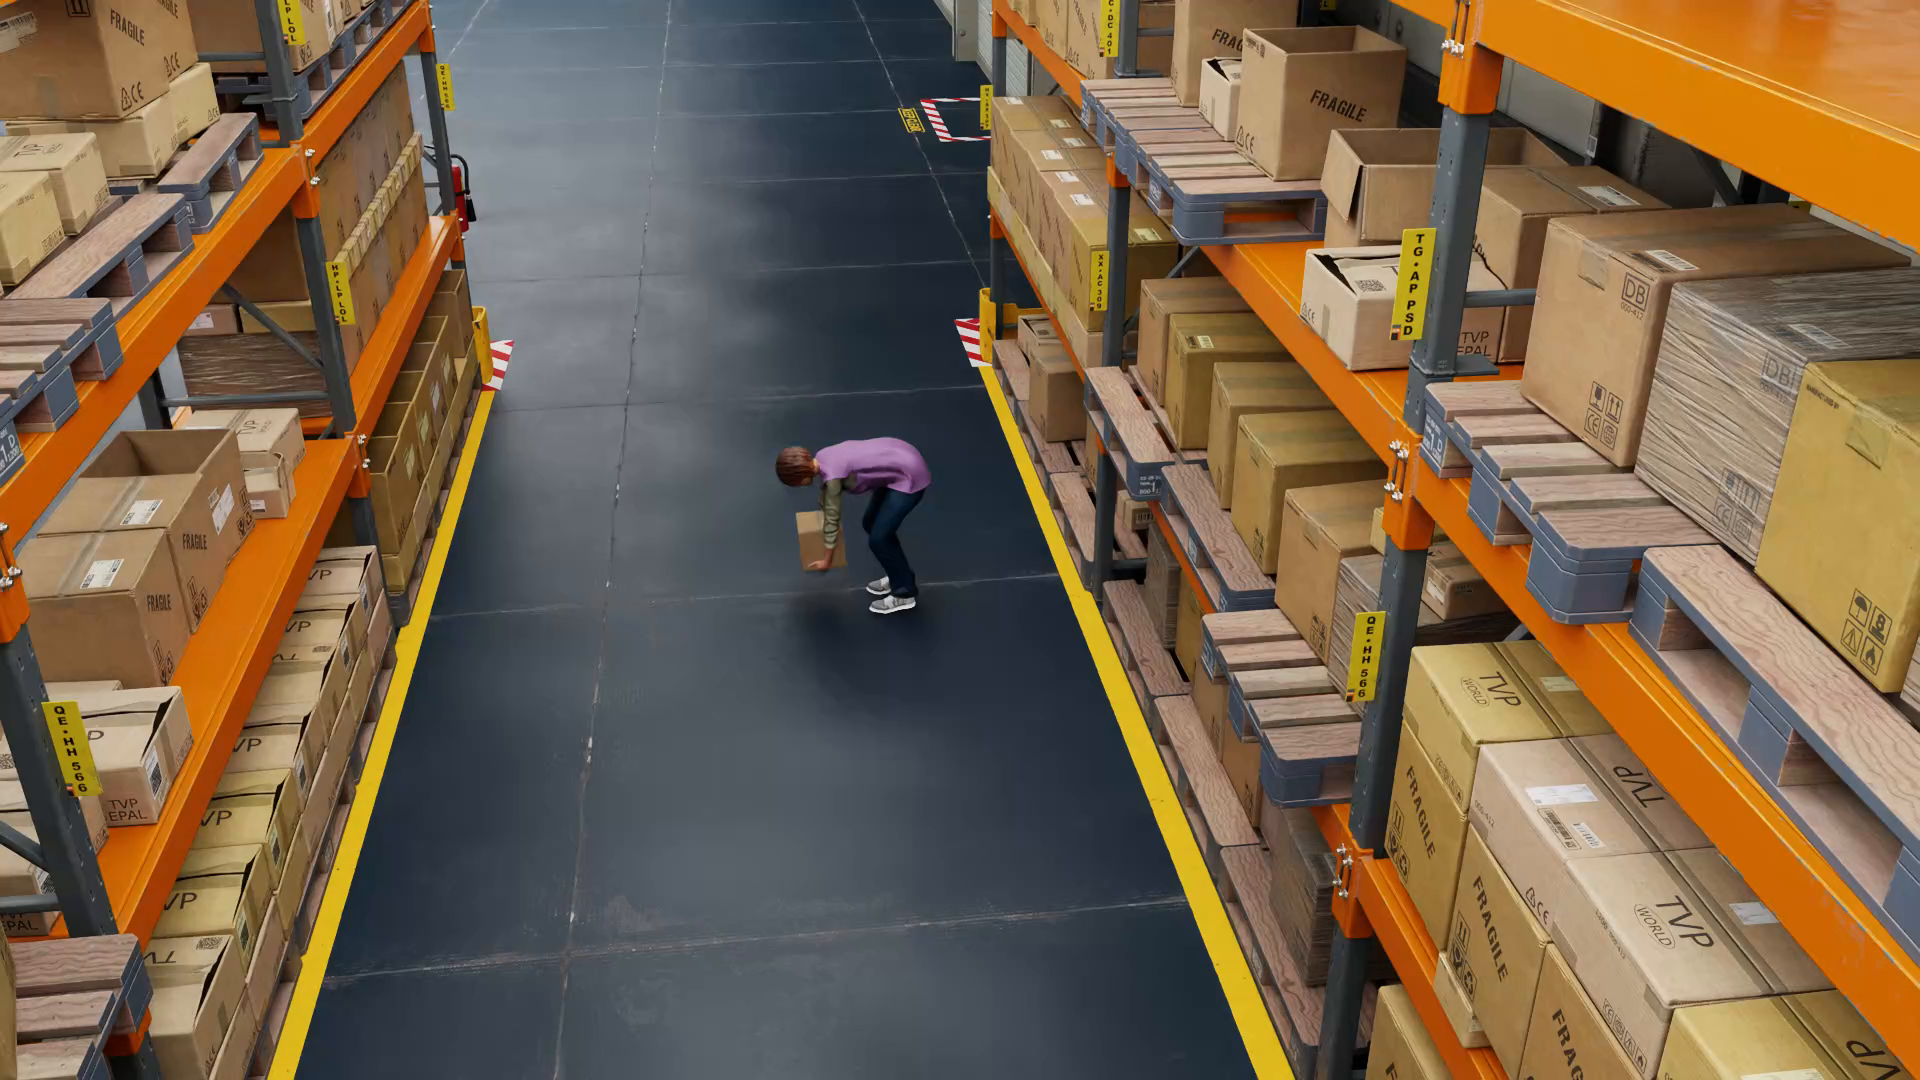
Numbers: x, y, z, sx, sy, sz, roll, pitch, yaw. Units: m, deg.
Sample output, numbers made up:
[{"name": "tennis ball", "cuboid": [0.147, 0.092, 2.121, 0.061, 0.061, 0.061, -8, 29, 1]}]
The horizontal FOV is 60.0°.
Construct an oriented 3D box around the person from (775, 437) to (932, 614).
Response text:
[{"name": "person", "cuboid": [-0.594, -0.083, 9.423, 0.869, 1.012, 0.393, -5, 28, -9]}]
